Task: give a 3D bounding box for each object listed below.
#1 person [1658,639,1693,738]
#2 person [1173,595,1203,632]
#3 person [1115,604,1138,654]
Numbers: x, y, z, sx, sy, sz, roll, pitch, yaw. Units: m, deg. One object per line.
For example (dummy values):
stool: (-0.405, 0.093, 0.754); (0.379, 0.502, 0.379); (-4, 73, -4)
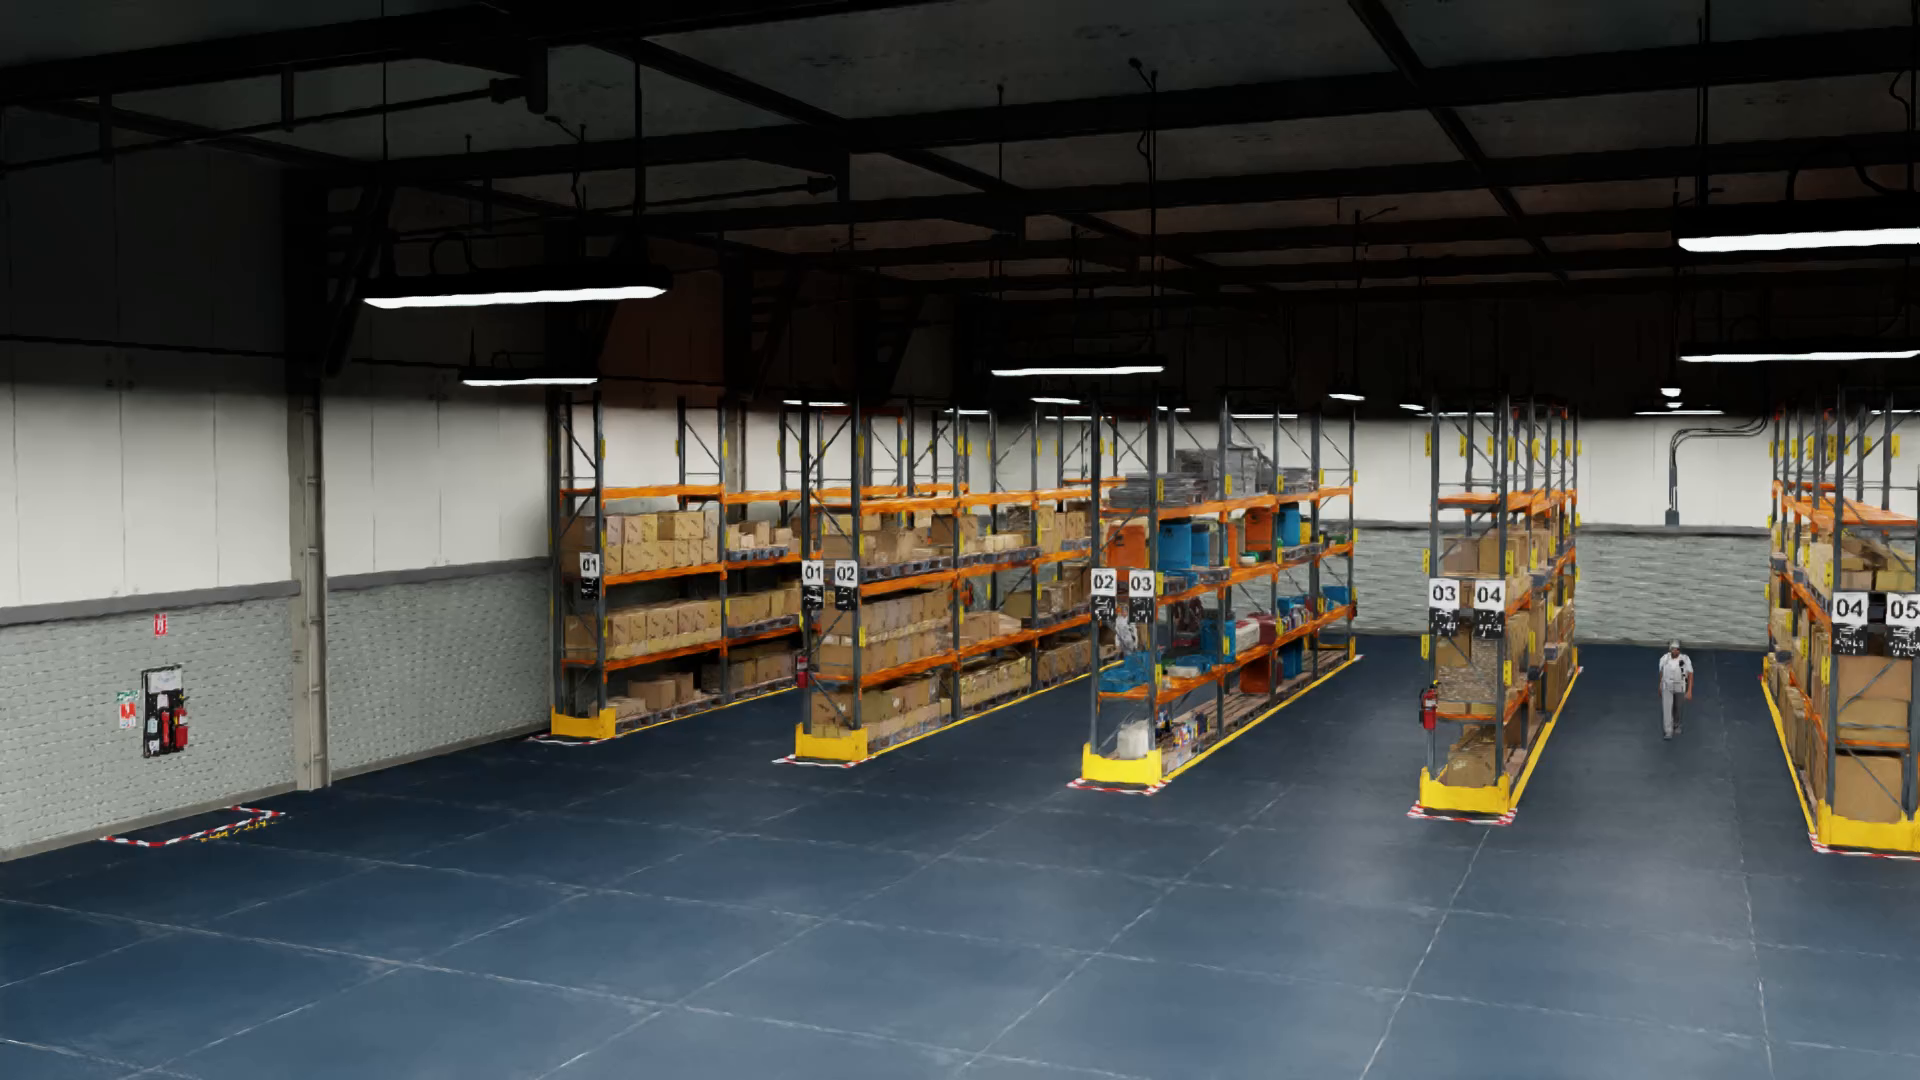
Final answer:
person: (12.374, 2.551, 28.754); (0.554, 1.712, 1.040); (1, 3, 22)
person: (5.470, 1.936, 39.932); (0.729, 1.733, 0.538); (1, 3, 21)
person: (3.605, 2.184, 36.282); (0.495, 1.589, 1.086); (2, 4, 26)
